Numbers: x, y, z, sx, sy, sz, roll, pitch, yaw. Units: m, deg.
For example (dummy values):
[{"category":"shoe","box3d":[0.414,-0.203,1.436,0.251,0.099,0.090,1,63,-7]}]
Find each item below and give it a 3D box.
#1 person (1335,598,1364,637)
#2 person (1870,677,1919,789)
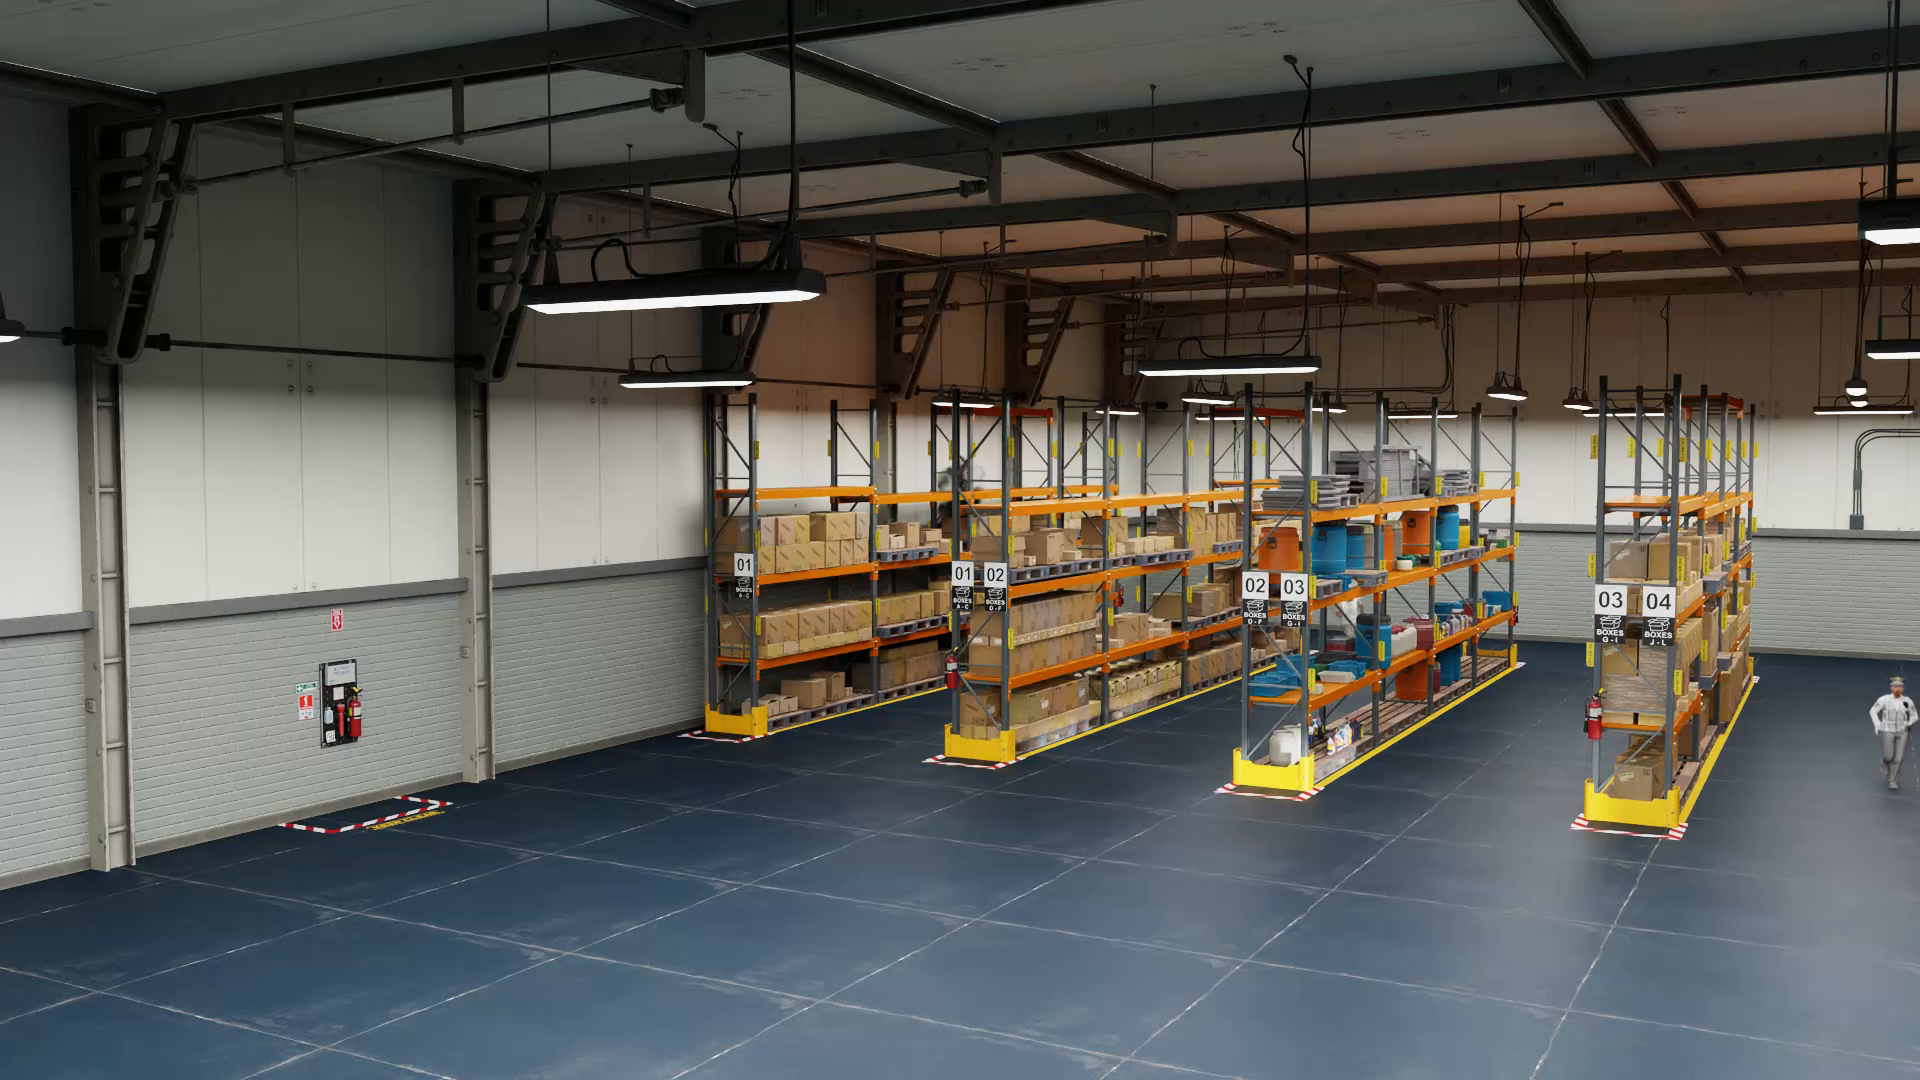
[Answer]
[{"category":"person","box3d":[9.234,2.002,39.432,0.674,1.802,0.685,1,3,16]},{"category":"person","box3d":[13.855,2.844,24.647,0.625,1.650,0.556,1,3,20]}]
